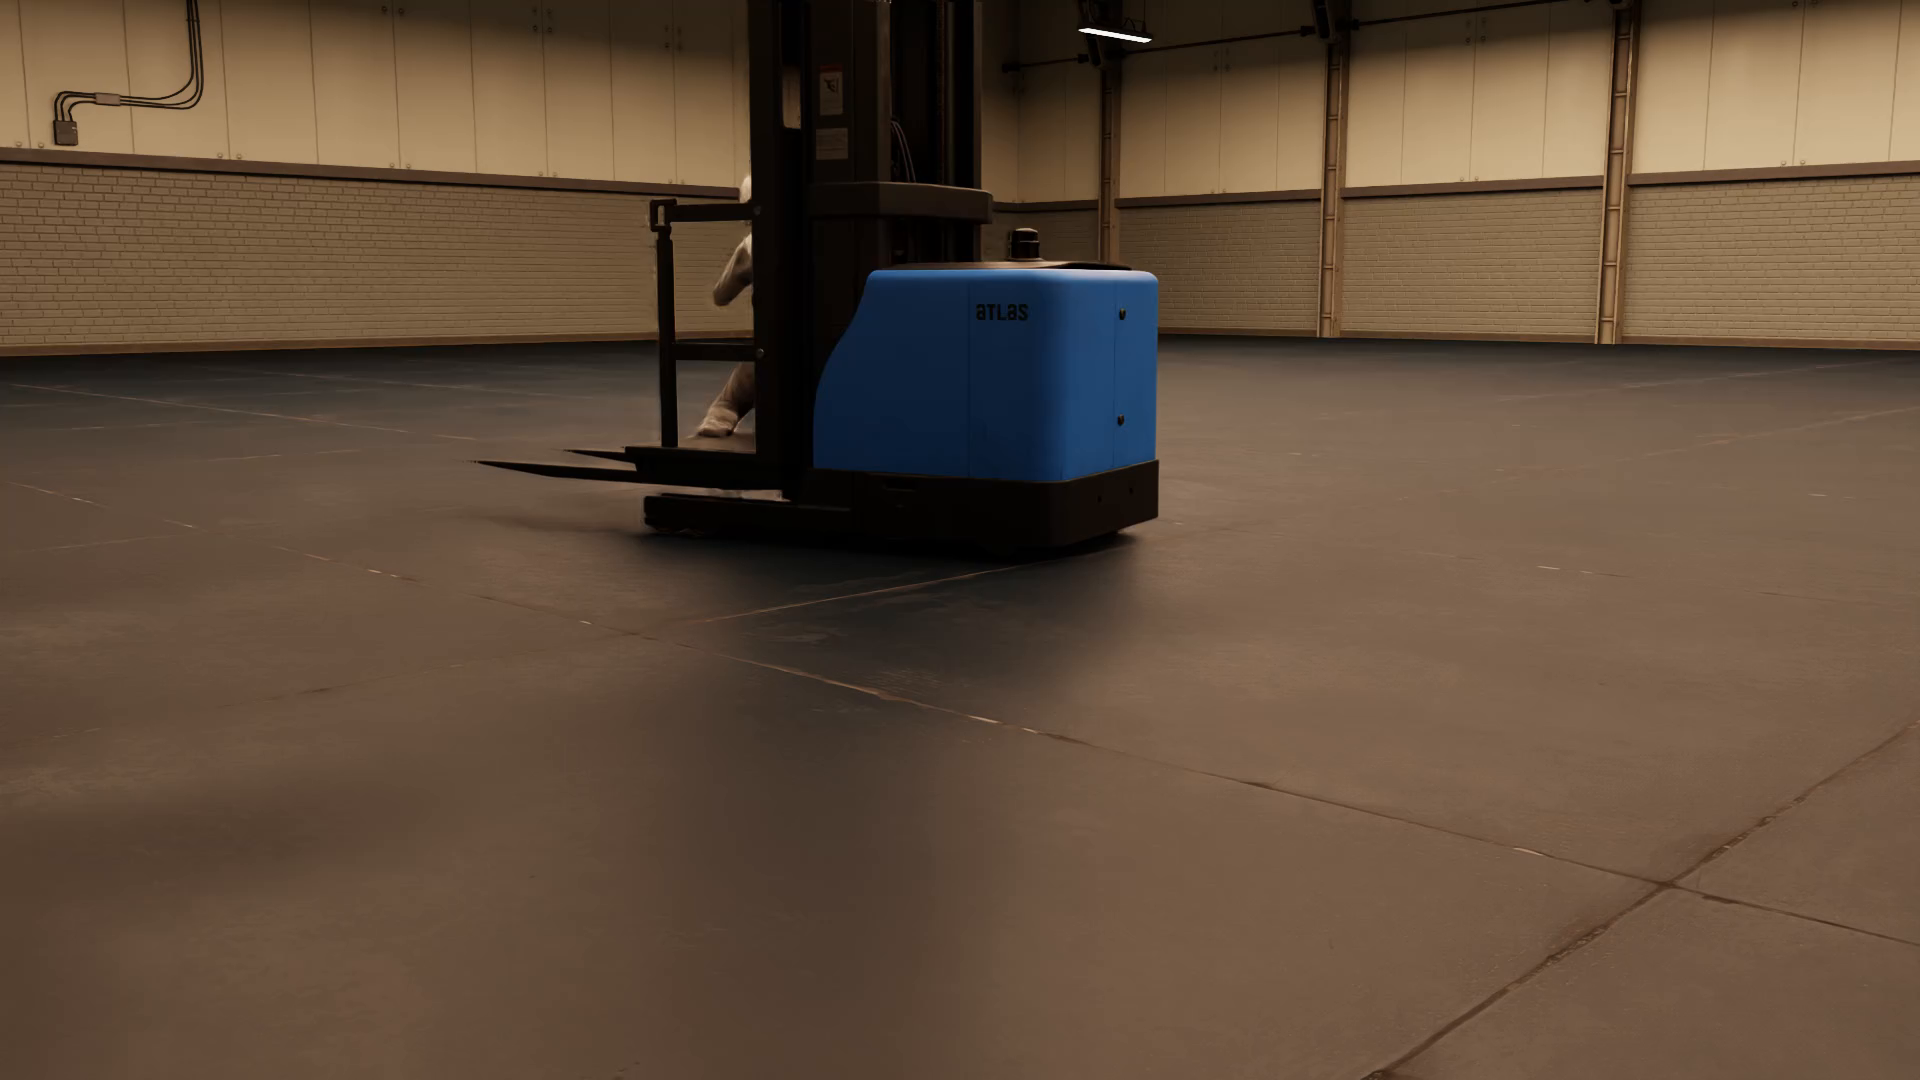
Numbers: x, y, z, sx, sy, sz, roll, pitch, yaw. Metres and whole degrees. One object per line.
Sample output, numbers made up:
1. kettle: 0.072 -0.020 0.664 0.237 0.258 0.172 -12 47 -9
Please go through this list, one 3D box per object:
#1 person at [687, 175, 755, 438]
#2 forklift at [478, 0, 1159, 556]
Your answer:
1. person: -0.862 -0.971 7.810 0.965 1.477 1.105 -2 9 -14
2. forklift: -0.723 -1.522 6.983 3.031 2.935 1.130 5 10 29
